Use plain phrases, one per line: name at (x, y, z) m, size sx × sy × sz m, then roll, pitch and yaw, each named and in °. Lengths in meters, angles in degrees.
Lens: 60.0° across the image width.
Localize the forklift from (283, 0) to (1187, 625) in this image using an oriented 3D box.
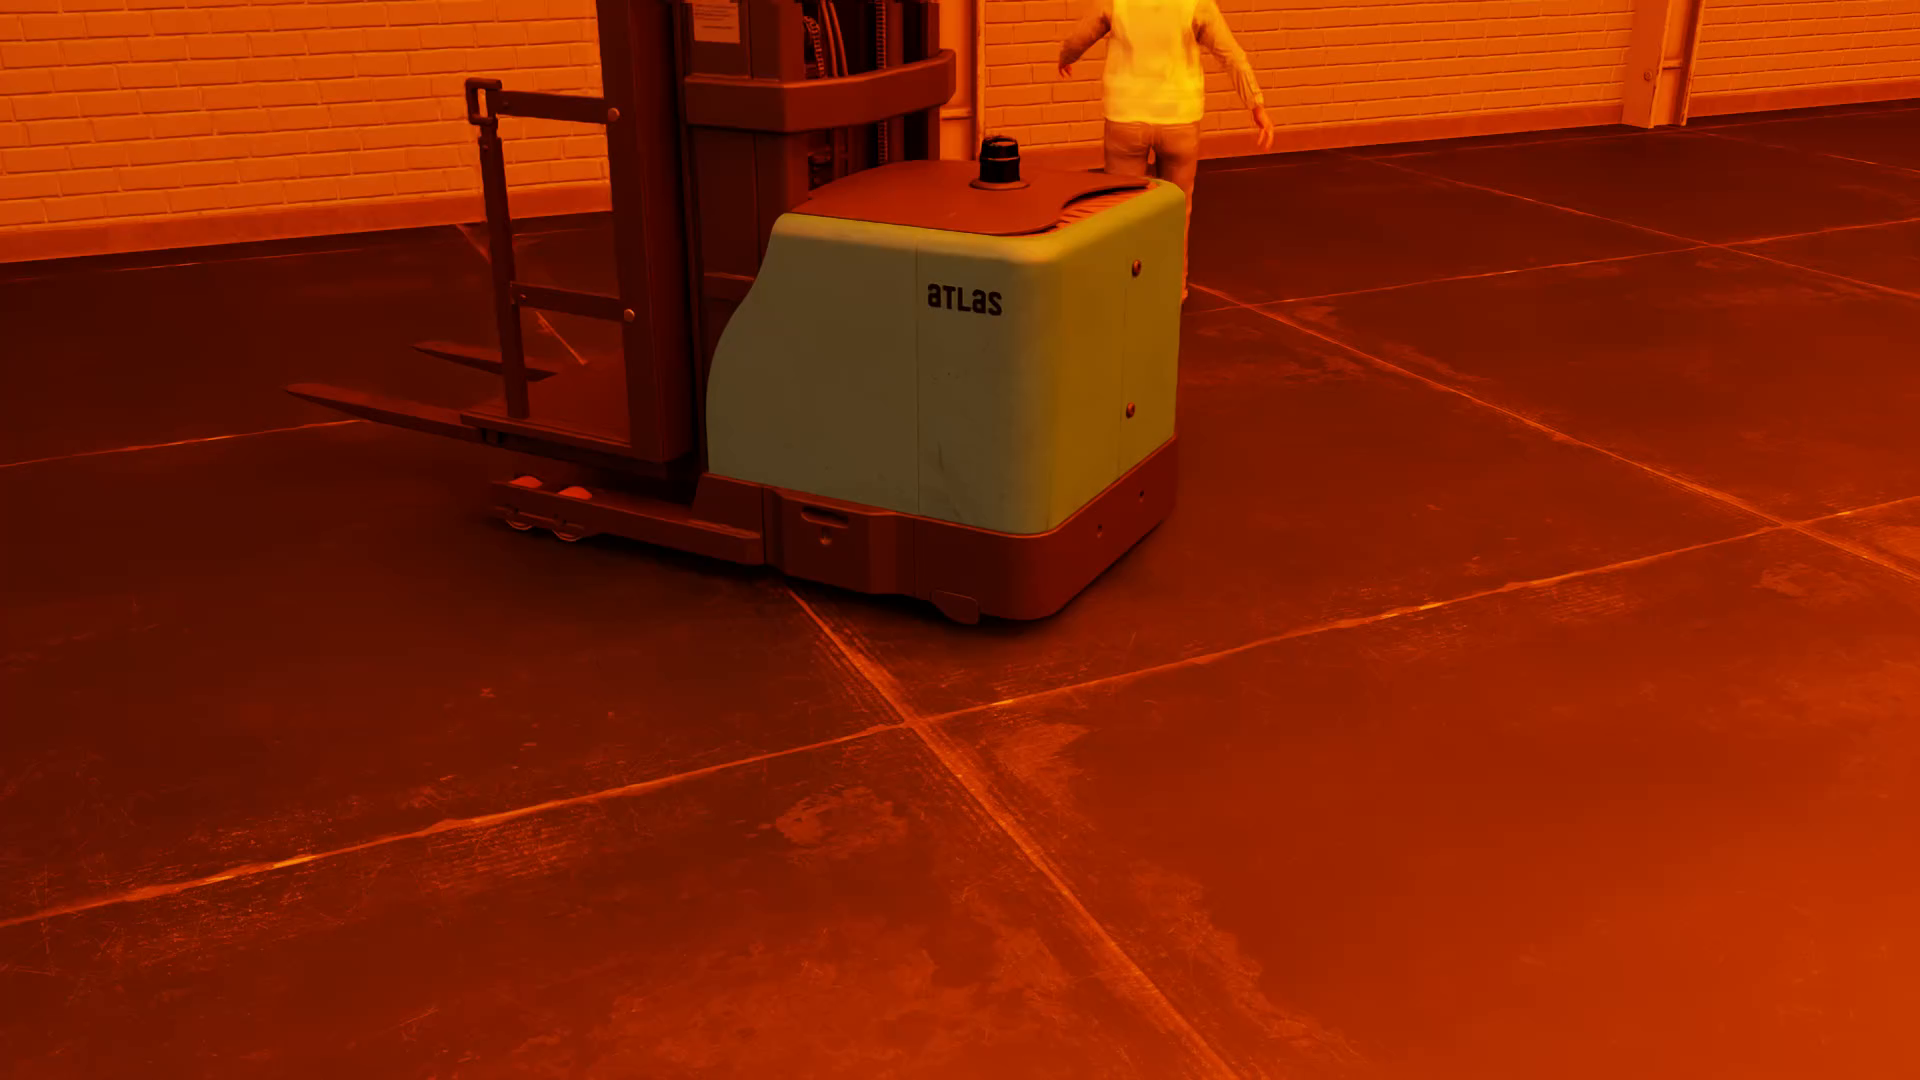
forklift at (-0.874, -1.512, 4.927) m, size 3.031 × 2.935 × 1.130 m, roll 12°, pitch 25°, yaw 26°

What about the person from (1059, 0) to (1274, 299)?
person at (0.893, -1.862, 7.351) m, size 0.967 × 1.764 × 0.721 m, roll 3°, pitch 23°, yaw 7°
